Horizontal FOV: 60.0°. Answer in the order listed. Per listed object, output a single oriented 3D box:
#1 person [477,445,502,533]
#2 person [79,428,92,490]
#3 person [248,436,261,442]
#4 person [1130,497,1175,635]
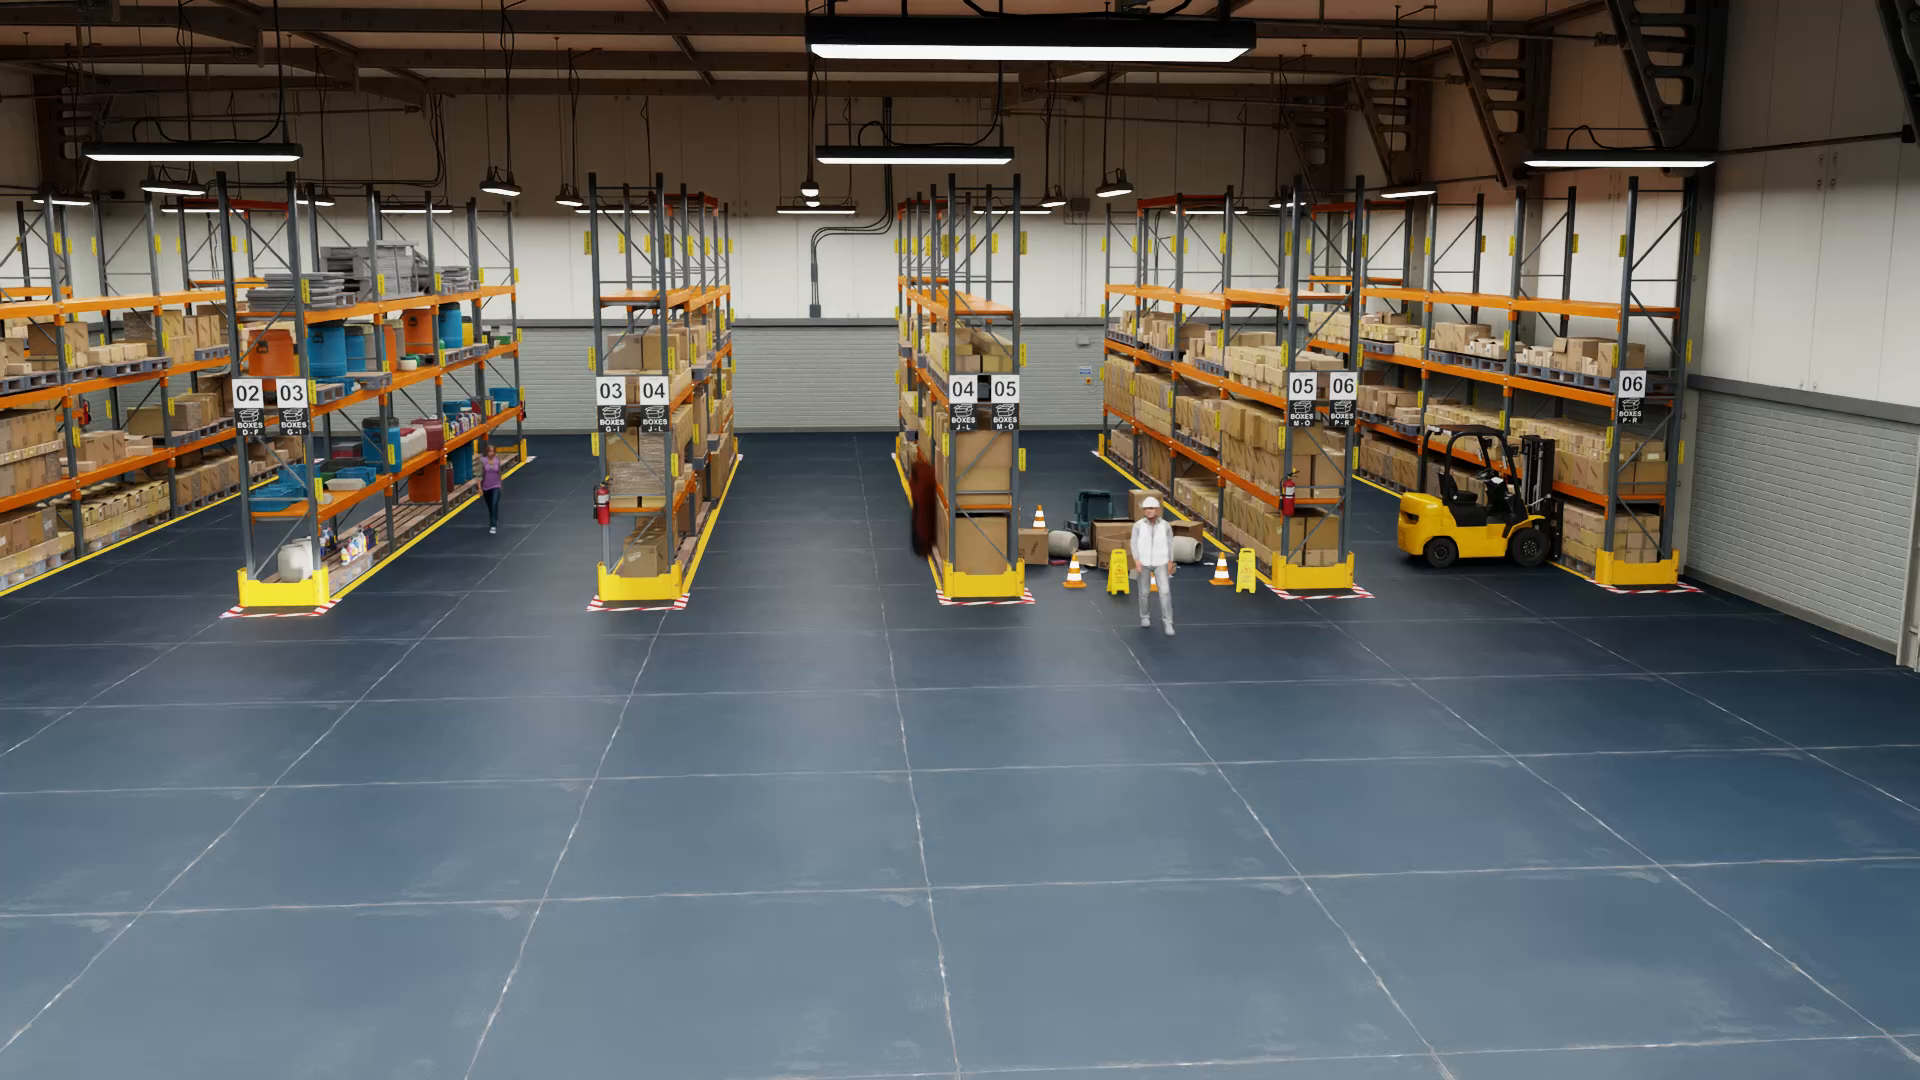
[{"bbox_3d":[-8.334,-0.929,29.473,0.402,1.528,0.994,-1,10,-5],"label":"person"},{"bbox_3d":[-16.872,-1.403,32.111,0.551,1.585,0.692,1,10,5],"label":"person"},{"bbox_3d":[-17.795,-3.200,42.058,0.866,1.626,0.486,3,10,16],"label":"person"},{"bbox_3d":[2.534,0.316,21.781,0.615,1.748,0.800,1,10,8],"label":"person"}]
